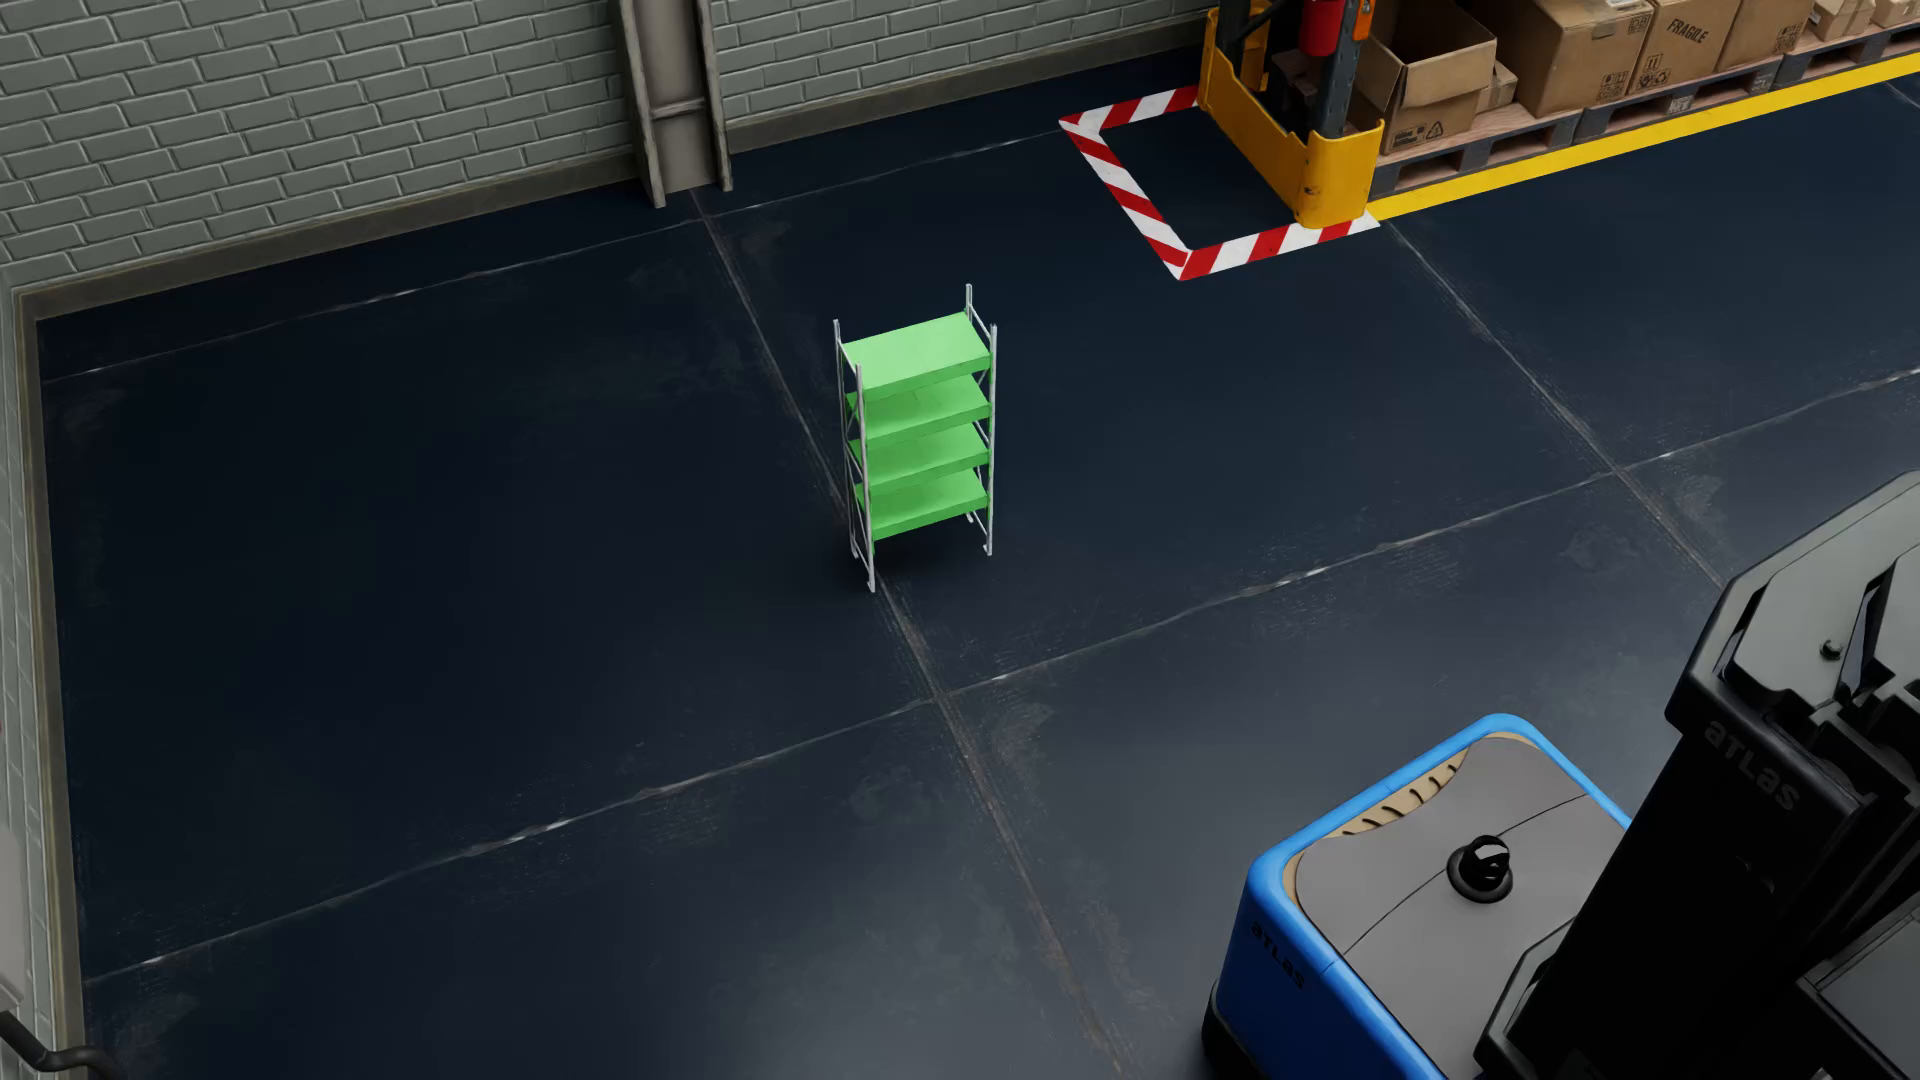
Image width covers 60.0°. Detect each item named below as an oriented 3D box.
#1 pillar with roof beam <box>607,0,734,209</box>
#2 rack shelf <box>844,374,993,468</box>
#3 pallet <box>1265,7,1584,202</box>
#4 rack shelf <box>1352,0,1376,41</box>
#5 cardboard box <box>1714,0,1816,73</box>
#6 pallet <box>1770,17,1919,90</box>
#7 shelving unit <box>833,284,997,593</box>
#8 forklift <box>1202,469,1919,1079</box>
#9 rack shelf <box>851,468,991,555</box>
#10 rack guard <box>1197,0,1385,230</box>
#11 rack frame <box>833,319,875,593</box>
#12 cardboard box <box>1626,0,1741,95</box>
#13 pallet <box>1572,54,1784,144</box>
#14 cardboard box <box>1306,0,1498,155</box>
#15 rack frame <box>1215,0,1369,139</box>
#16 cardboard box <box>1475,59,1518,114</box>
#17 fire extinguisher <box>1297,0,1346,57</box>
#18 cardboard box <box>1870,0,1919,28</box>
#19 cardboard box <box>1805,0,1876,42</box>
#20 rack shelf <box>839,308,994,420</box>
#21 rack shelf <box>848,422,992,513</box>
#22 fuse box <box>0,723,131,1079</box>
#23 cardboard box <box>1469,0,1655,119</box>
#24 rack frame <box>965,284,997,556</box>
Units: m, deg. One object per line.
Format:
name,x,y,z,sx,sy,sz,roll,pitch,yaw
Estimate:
pillar with roof beam,0.293,-1.656,2.081,0.400,9.000,9.100,-17,52,-14
rack shelf,-0.153,-0.458,5.961,0.480,0.148,0.258,-17,52,-14
pallet,2.310,-2.208,8.348,1.213,0.211,1.003,-17,52,-14
rack shelf,3.353,-3.205,7.840,4.000,0.370,1.077,-17,52,-14
cardboard box,3.871,-2.812,8.400,0.500,0.500,0.700,-19,52,-16
pallet,4.569,-2.908,8.949,1.213,0.211,1.003,-17,52,-14
shelving unit,-0.153,-0.343,6.095,0.503,1.200,0.258,-17,52,-14
forklift,1.975,1.356,3.494,1.130,2.935,3.031,-26,54,-21
rack shelf,-0.153,-0.145,6.325,0.480,0.148,0.258,-17,52,-14
rack guard,1.572,-2.073,8.041,0.348,0.500,1.175,-17,52,-14
rack frame,-0.379,-0.273,6.035,0.015,1.200,0.240,-17,52,-14
cardboard box,3.437,-2.596,8.214,0.500,0.500,0.500,-16,51,-14
pallet,3.438,-2.555,8.646,1.213,0.211,1.003,-17,52,-14
cardboard box,2.104,-2.298,7.956,0.637,0.503,0.797,-19,52,-16
rack frame,1.502,-2.865,7.074,0.127,3.000,1.000,-17,52,-14
cardboard box,2.512,-2.277,8.171,0.250,0.149,0.380,-19,52,-16
fire extinguisher,1.540,-2.352,6.930,0.183,0.674,0.296,-17,52,-14
cardboard box,4.800,-2.855,8.667,0.250,0.149,0.380,-19,52,-15
cardboard box,4.470,-2.790,8.535,0.258,0.266,0.396,-16,51,-13
rack shelf,-0.153,-0.614,5.779,0.480,0.148,0.258,-17,52,-14
rack shelf,-0.153,-0.302,6.143,0.480,0.148,0.258,-17,52,-14
fuse box,-2.488,1.156,4.470,0.414,1.711,0.539,-17,52,-14
cardboard box,2.910,-2.515,8.144,0.500,0.500,0.700,-15,51,-13
rack frame,0.073,-0.413,6.155,0.015,1.200,0.240,-17,52,-14
